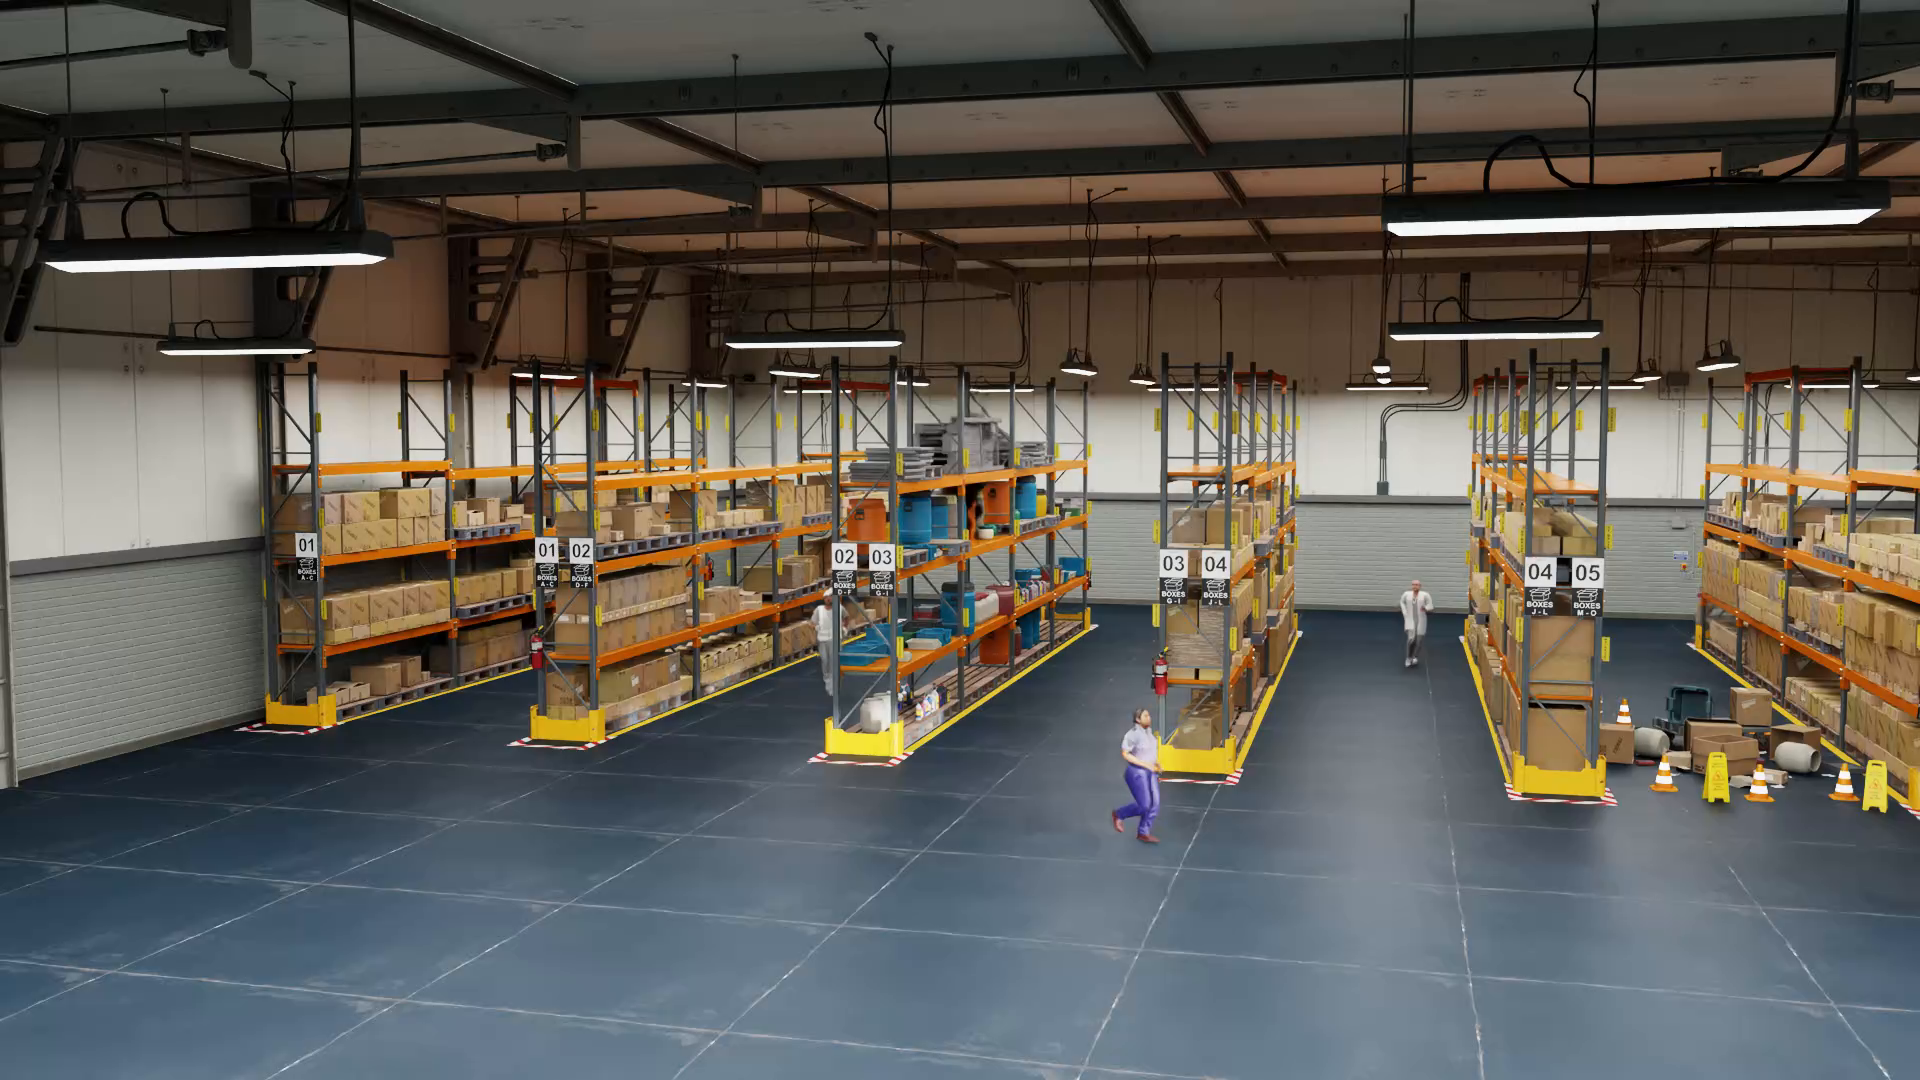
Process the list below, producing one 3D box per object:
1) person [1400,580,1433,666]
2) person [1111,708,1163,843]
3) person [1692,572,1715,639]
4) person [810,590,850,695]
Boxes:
[{"bbox_3d":[9.397,1.726,34.251,0.670,1.818,0.783,1,4,17],"label":"person"},{"bbox_3d":[2.139,2.810,19.928,0.608,1.585,0.607,3,5,35],"label":"person"},{"bbox_3d":[17.155,1.488,38.114,0.672,1.675,0.759,2,4,26],"label":"person"},{"bbox_3d":[-2.281,1.774,28.943,0.665,1.821,0.911,0,4,-1],"label":"person"}]
